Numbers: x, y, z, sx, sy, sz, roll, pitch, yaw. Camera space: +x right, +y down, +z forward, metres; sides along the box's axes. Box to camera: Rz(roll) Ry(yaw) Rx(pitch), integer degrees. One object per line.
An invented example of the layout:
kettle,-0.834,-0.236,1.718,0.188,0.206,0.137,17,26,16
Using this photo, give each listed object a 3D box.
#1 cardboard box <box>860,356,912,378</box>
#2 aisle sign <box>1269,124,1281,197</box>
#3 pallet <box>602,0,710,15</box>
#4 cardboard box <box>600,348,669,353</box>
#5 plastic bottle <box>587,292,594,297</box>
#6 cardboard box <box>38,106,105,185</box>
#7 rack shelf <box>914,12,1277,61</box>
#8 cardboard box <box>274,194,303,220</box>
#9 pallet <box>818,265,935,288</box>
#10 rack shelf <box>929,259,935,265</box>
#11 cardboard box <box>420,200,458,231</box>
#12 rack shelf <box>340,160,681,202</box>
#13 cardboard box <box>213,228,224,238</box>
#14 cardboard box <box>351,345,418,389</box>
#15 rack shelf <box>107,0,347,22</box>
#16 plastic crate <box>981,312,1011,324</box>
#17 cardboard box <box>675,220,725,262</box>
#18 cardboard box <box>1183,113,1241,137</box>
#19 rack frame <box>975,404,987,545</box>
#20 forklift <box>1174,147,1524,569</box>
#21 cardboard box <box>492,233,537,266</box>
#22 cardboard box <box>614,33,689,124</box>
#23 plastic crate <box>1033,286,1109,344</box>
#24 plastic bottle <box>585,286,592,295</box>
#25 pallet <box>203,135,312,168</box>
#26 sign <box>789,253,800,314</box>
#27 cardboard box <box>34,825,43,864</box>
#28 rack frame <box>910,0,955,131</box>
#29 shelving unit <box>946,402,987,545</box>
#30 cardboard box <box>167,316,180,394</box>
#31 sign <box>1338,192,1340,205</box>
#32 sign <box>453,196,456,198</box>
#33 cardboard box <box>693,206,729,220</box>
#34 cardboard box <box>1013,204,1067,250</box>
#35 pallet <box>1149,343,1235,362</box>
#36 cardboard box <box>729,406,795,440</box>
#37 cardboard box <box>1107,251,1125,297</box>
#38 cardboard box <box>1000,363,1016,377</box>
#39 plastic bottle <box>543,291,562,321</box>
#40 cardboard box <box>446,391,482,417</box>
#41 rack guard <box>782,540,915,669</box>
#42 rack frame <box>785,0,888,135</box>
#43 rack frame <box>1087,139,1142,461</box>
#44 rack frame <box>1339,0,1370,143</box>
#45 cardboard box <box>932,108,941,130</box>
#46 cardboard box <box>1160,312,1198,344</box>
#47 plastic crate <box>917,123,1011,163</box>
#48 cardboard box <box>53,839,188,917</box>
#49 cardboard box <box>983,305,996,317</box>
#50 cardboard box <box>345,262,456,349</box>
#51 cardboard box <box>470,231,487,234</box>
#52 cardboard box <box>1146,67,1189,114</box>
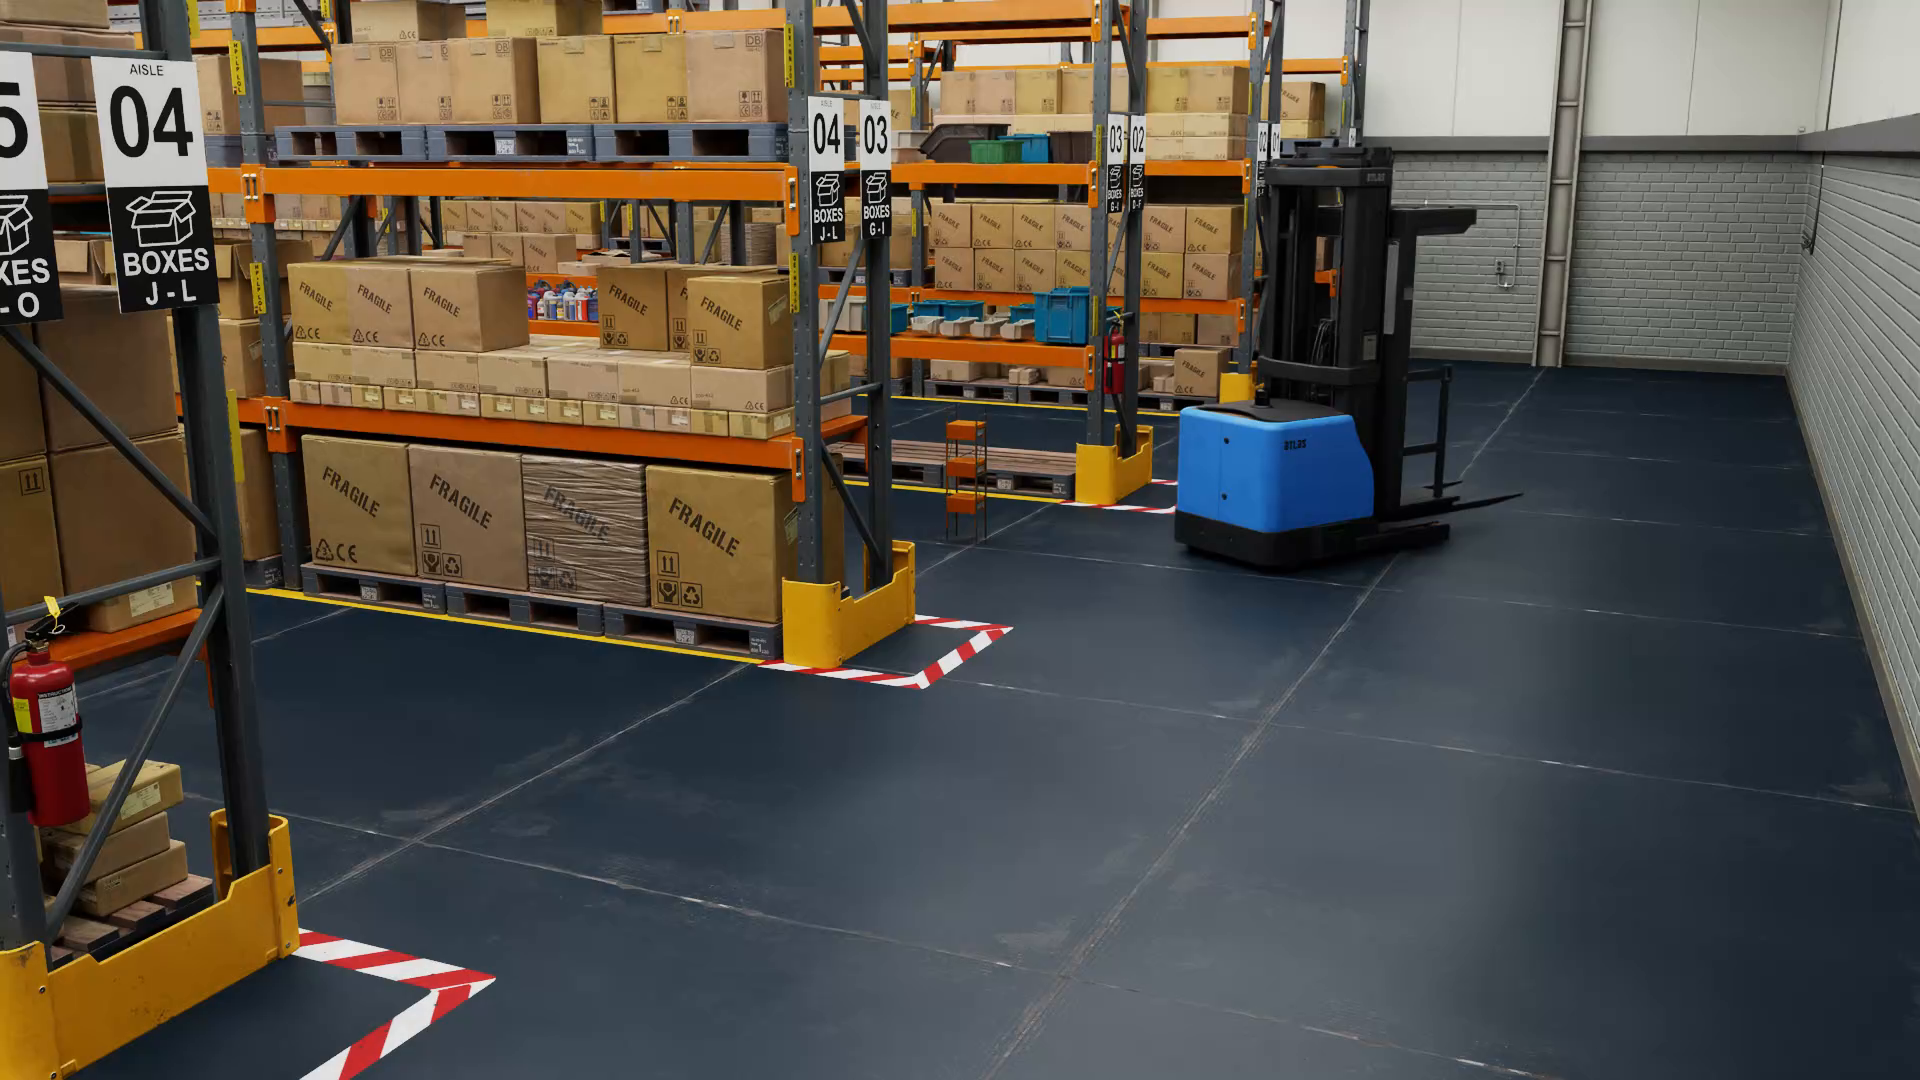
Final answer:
cardboard box,-0.888,-2.273,20.383,0.500,0.500,0.500,6,14,23
aisle sign,3.518,-4.240,18.568,0.004,0.787,0.394,6,14,23
pallet,-3.100,-4.960,15.481,1.213,0.211,1.003,6,14,23
cardboard box,-1.945,-1.117,10.627,0.500,0.250,0.500,5,14,21
plastic bottle,-3.584,-2.270,16.144,0.097,0.271,0.097,0,13,0
cardboard box,-3.088,-1.306,5.518,0.500,0.250,0.500,6,15,25
rack shelf,1.508,-5.673,18.816,4.000,0.370,1.077,6,14,23
cardboard box,-9.420,-4.889,23.966,0.500,0.500,0.700,6,14,23
pallet,-1.007,-3.293,20.642,1.213,0.211,1.003,6,14,23
rack shelf,-0.147,-4.159,25.490,4.000,0.370,1.077,6,14,23
cardboard box,-8.975,-5.630,28.824,0.500,0.500,0.500,6,14,23
rack shelf,-4.159,-3.550,16.328,4.000,0.370,1.077,6,14,23
cardboard box,-10.871,-4.403,24.733,0.500,0.500,0.700,6,14,23
cardboard box,-3.561,-1.147,10.756,0.500,0.250,0.500,6,14,23
rack shelf,-6.165,-3.782,11.623,4.000,0.370,1.077,6,14,23
plastic crate,0.354,-1.987,15.104,0.298,0.136,0.250,6,14,23
cardboard box,-3.357,-3.878,21.578,0.500,0.500,0.700,1,13,4
cardboard box,2.763,-4.544,18.223,0.500,0.250,0.500,6,14,23
rack frame,0.160,-0.495,12.566,0.008,1.050,0.200,6,14,23
forklift,3.108,-1.457,12.549,3.031,2.935,1.130,-9,16,-33
cardboard box,-6.000,-3.909,22.628,0.500,0.500,0.500,6,14,23
cardboard box,-1.642,-2.727,9.887,0.500,0.500,0.700,5,14,21
plastic crate,0.945,-1.924,14.178,0.499,0.435,0.616,6,14,23
plastic bottle,-3.753,-2.439,16.863,0.097,0.271,0.097,0,13,0
pallet,-5.195,-2.663,11.388,1.217,0.209,0.805,5,14,21
sign,-0.912,-1.418,9.177,0.005,0.325,0.100,6,14,23
cardboard box,-3.368,1.074,5.632,0.250,0.149,0.380,6,14,24
rack frame,-0.321,-6.210,19.522,0.127,3.000,1.000,6,14,23
shelving unit,0.049,-0.506,12.614,0.252,1.050,0.215,6,14,23
cardboard box,-5.325,-1.303,11.523,0.500,0.500,0.500,6,15,25
sign,5.107,-4.521,22.404,0.005,0.325,0.100,6,14,23
sign,-9.046,-6.267,29.668,0.005,0.325,0.100,6,14,23
cardboard box,-4.058,-5.166,27.022,0.500,0.500,0.700,8,15,31
cardboard box,0.938,-3.627,19.240,0.500,0.500,0.500,5,14,22
pallet,3.465,-2.768,24.088,1.213,0.211,1.003,6,14,23
cardboard box,-1.139,-0.693,9.690,0.250,0.149,0.380,6,15,24
cardboard box,1.887,-3.047,18.956,0.500,0.500,0.500,6,14,24
cardboard box,0.682,-2.100,20.417,0.250,0.149,0.380,6,14,23
plastic bottle,-3.952,-2.278,16.169,0.135,0.276,0.152,6,14,23
cardboard box,-3.016,-0.882,10.497,0.250,0.149,0.380,6,14,24
rack guard,-0.658,0.368,10.090,0.348,0.500,1.175,6,14,23
rack frame,-0.680,-3.771,9.129,0.127,3.000,1.000,6,14,23
rack frame,1.327,-1.885,14.223,0.127,3.000,1.000,6,14,23
rack frame,5.339,-6.875,22.356,0.127,3.000,1.000,6,14,23
cardboard box,-0.045,-6.250,25.076,0.500,0.500,0.700,6,14,23
cardboard box,3.251,-3.126,24.065,0.500,0.500,0.700,6,15,25
plastic crate,0.041,-3.514,14.734,0.767,0.338,0.504,6,14,23
cardboard box,-3.130,1.244,6.208,0.250,0.149,0.380,6,15,24
cardboard box,0.221,-3.597,25.305,0.750,0.750,0.750,6,15,25
cardboard box,-3.555,-1.513,10.671,0.500,0.500,0.500,6,14,23
cardboard box,-8.028,-5.167,28.492,0.500,0.250,0.500,6,14,22
cardboard box,2.437,-5.023,18.623,0.500,0.500,0.700,6,14,23
